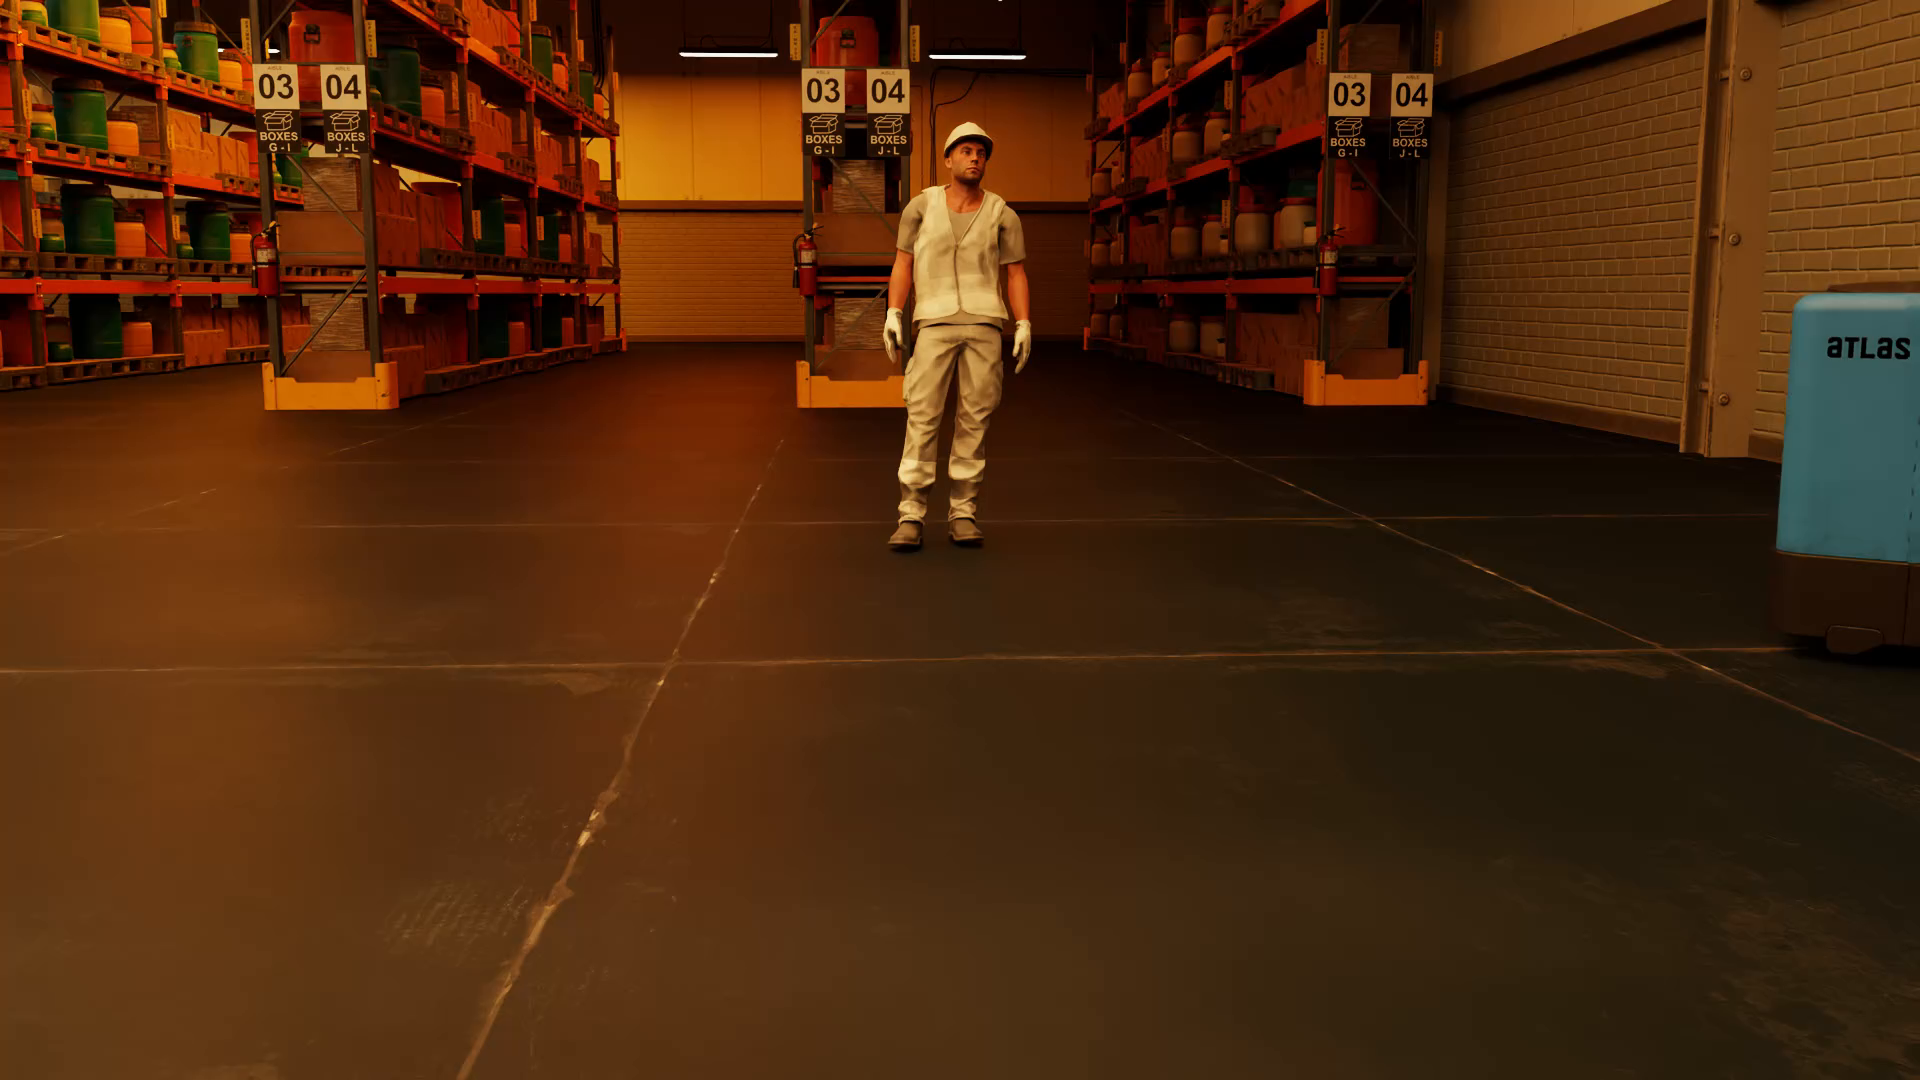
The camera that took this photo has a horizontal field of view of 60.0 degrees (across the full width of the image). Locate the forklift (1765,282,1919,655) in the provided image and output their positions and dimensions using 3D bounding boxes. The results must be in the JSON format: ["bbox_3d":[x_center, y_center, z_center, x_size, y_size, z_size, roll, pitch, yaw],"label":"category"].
[{"bbox_3d":[3.929,-1.038,4.323,3.031,2.935,1.130,6,10,35],"label":"forklift"}]

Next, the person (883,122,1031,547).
[{"bbox_3d":[-0.008,-0.880,7.098,0.637,1.787,0.564,-1,8,-4],"label":"person"}]
